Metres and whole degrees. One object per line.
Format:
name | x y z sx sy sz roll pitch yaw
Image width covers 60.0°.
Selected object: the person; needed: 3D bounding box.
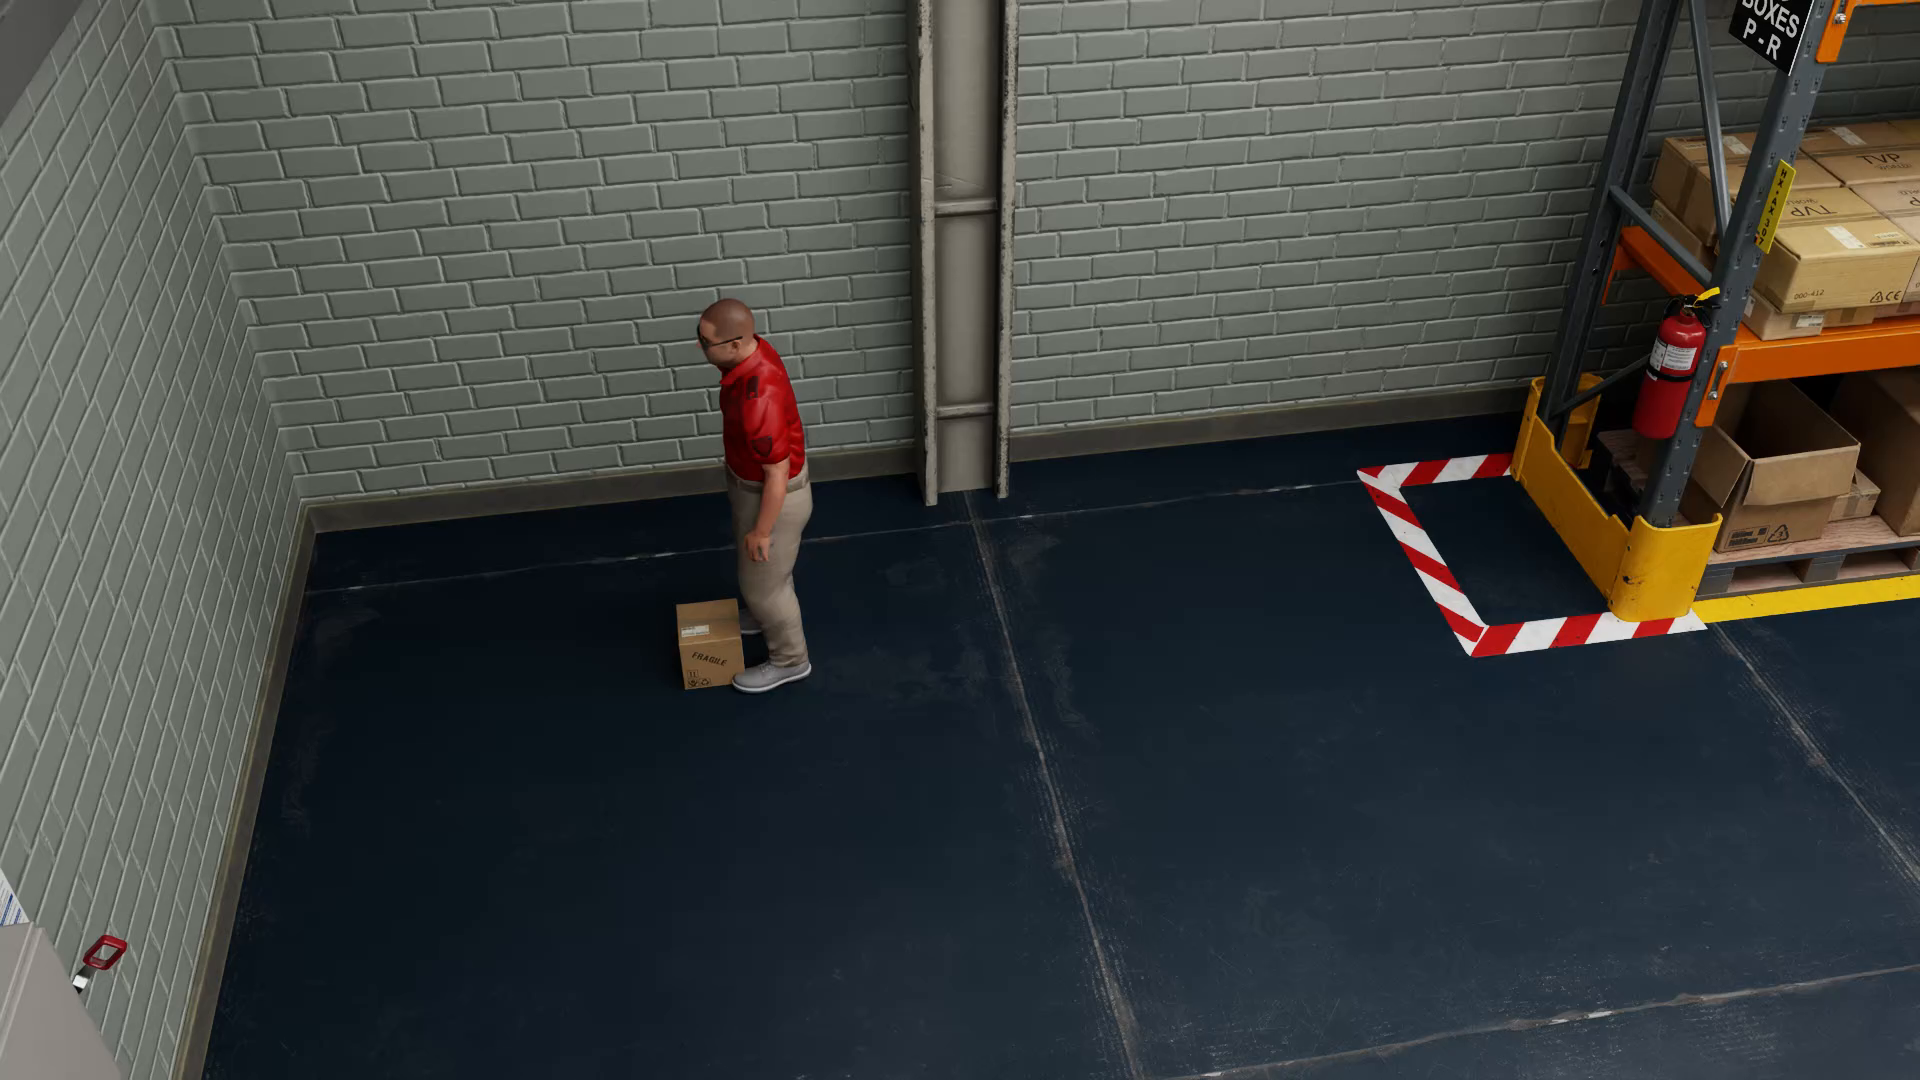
person | -0.770 -0.182 6.392 0.384 1.728 0.604 -8 39 -10
